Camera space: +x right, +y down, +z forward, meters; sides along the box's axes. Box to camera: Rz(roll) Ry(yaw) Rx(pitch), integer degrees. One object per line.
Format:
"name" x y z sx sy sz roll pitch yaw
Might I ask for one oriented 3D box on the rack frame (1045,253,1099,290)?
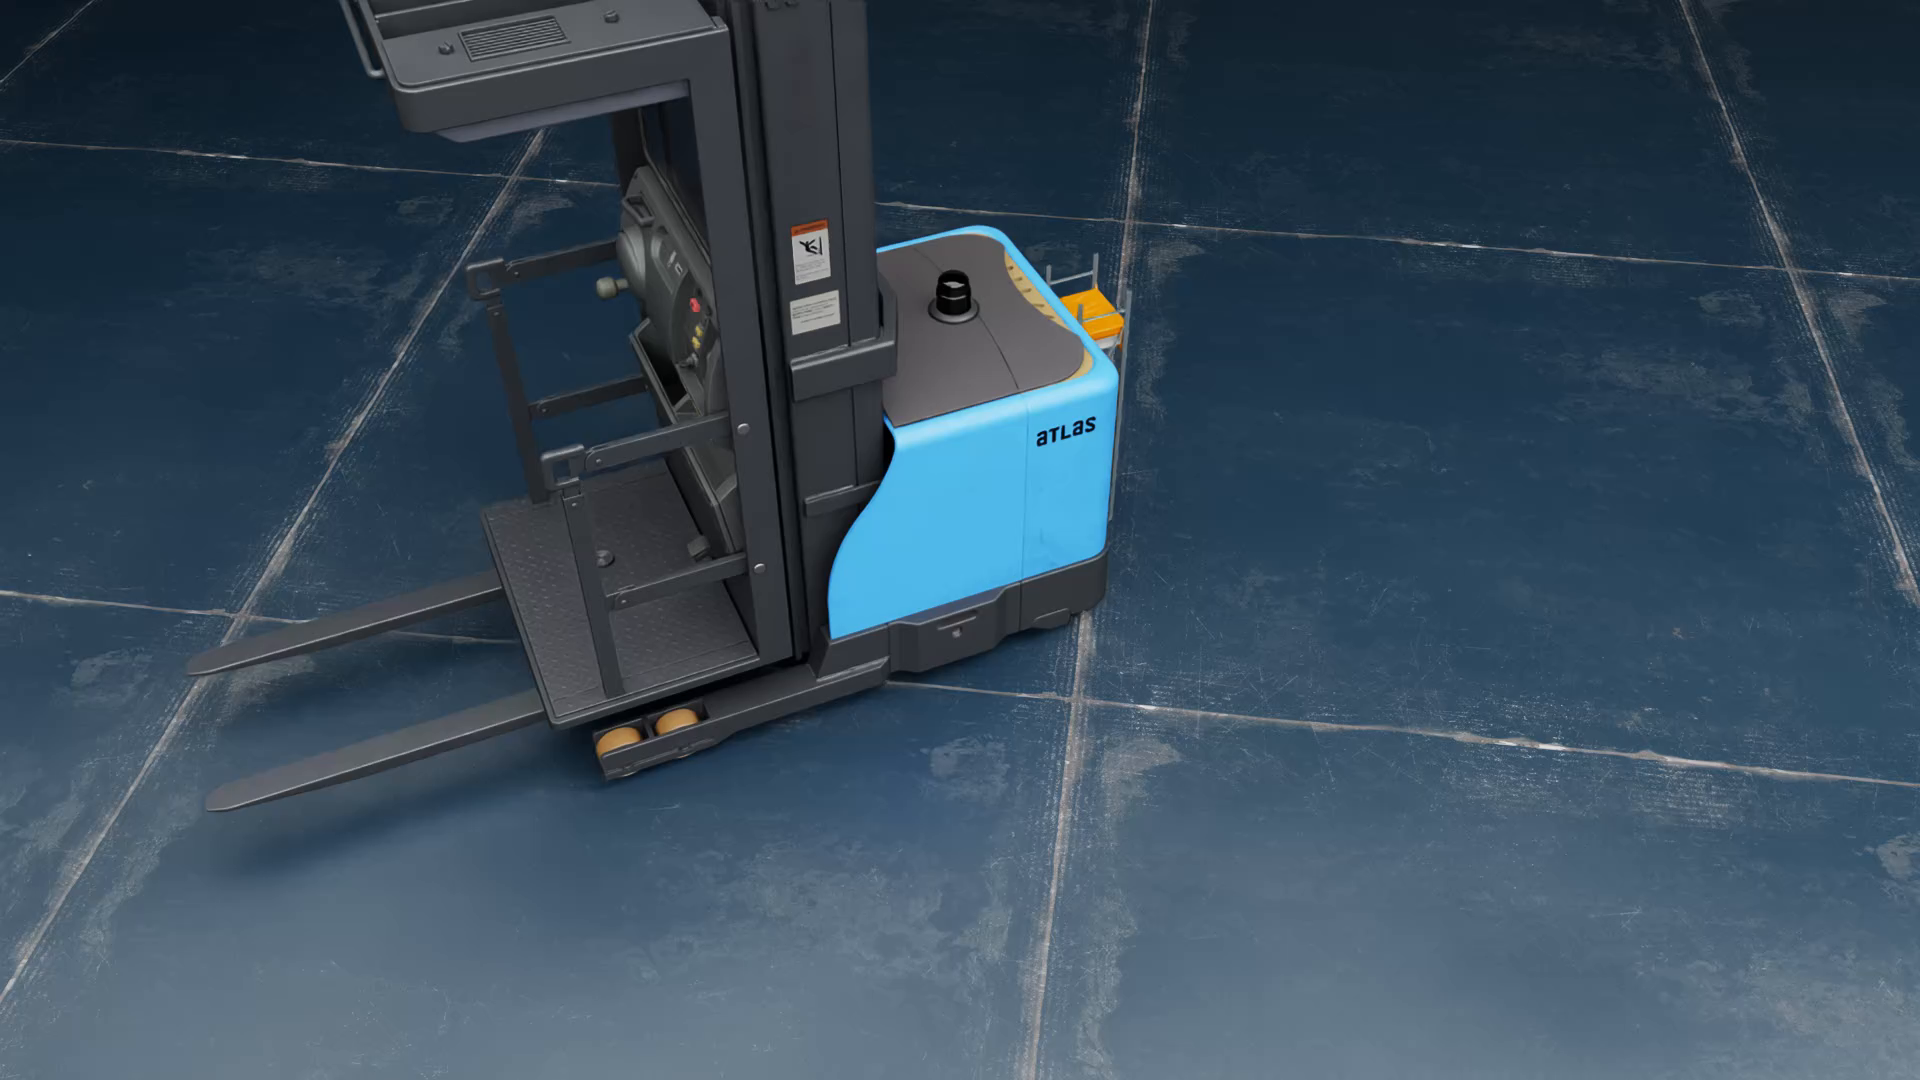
"rack frame" 0.388 -0.585 6.104 0.200 1.050 0.008 -17 46 -17

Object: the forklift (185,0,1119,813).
"forklift" -1.042 -0.707 4.865 3.031 2.935 1.130 -17 46 -17

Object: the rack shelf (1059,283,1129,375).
"rack shelf" 0.438 -0.707 5.836 0.215 0.259 0.240 -17 46 -17

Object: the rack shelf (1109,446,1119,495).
"rack shelf" 0.437 -0.299 6.222 0.215 0.259 0.240 -17 46 -17

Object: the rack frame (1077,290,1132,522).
"rack frame" 0.487 -0.432 5.942 0.200 1.050 0.008 -17 46 -17

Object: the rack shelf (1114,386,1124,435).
"rack shelf" 0.438 -0.501 6.031 0.215 0.259 0.240 -17 46 -17

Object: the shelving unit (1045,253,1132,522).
"shelving unit" 0.438 -0.509 6.023 0.215 1.050 0.252 -17 46 -17
